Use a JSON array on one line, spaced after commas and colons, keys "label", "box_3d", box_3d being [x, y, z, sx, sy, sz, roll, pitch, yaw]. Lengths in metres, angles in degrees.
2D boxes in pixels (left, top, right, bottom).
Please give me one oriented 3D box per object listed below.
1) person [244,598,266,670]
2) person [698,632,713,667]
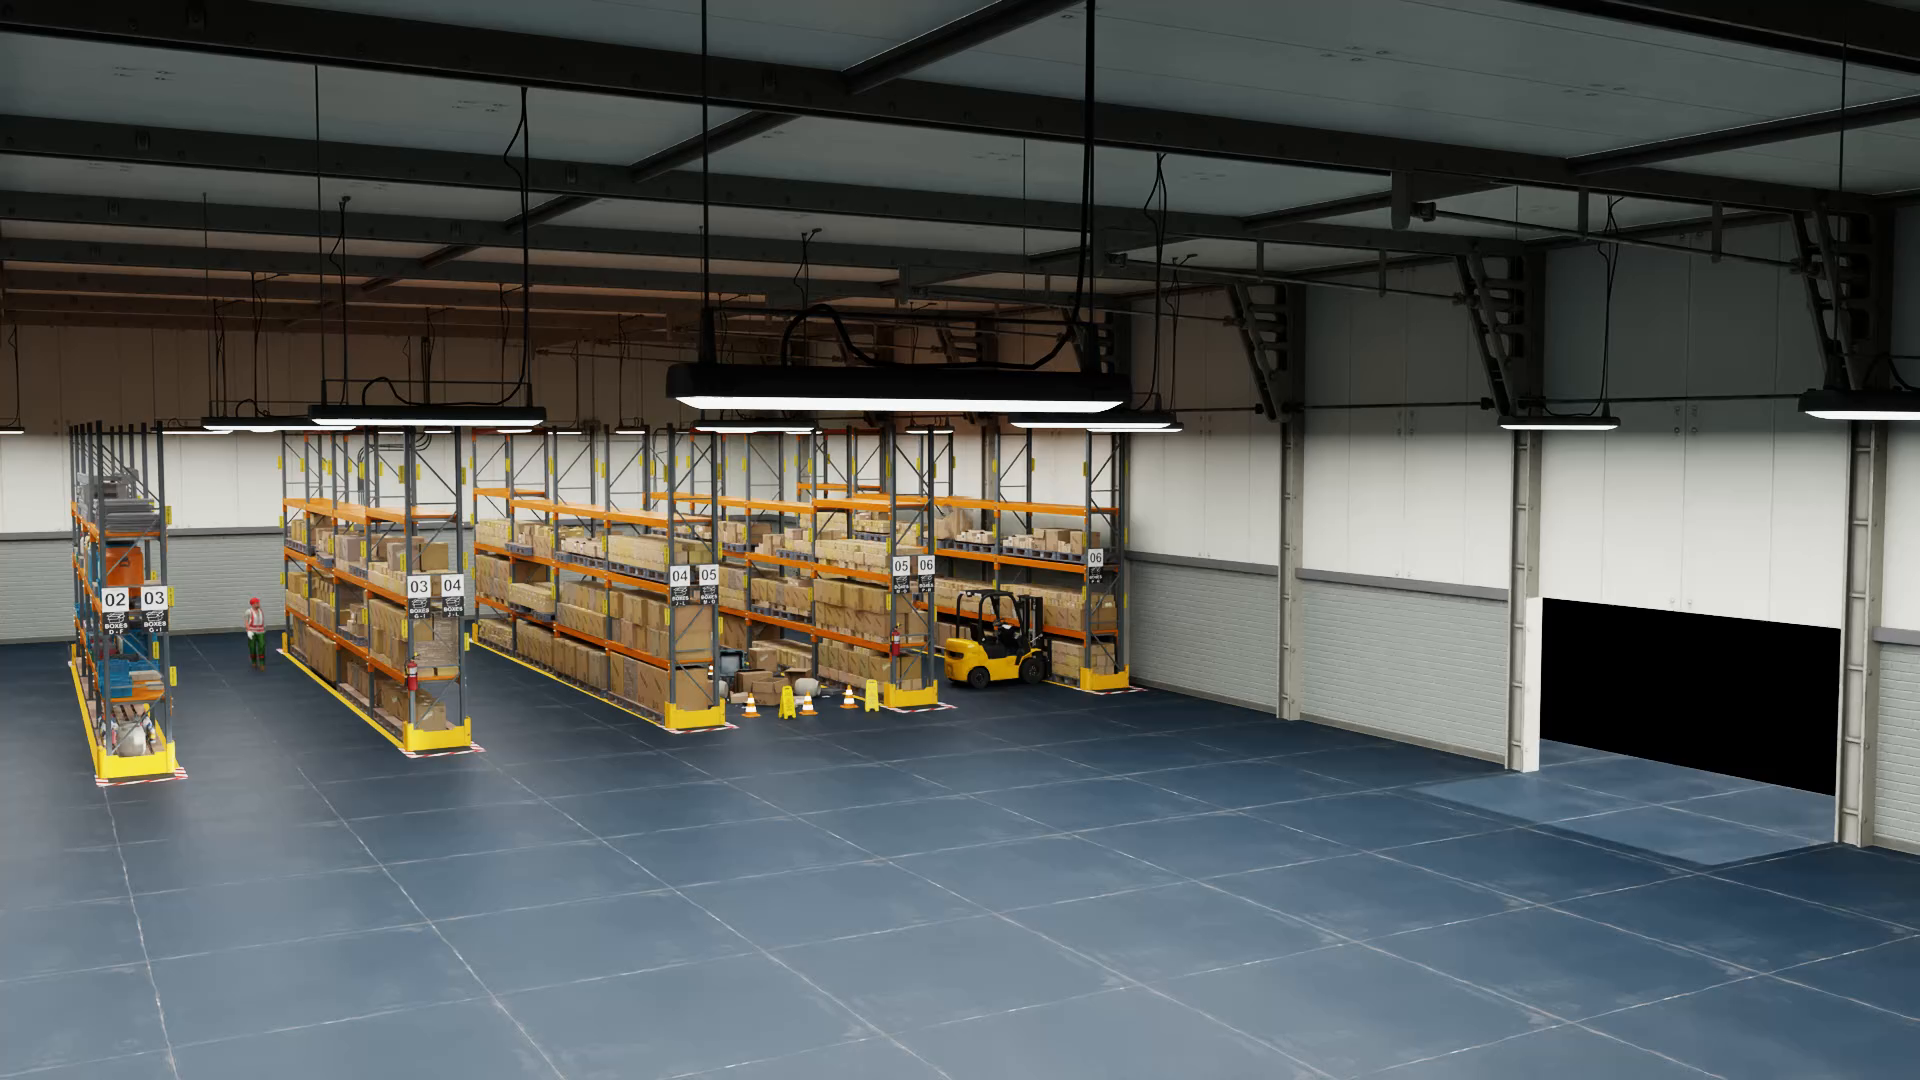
[{"label": "person", "box_3d": [-17.349, 2.299, 40.921, 0.476, 1.753, 0.947, -2, 4, -27]}, {"label": "person", "box_3d": [-6.111, 2.411, 40.176, 0.559, 1.681, 0.431, 2, 4, 27]}]
